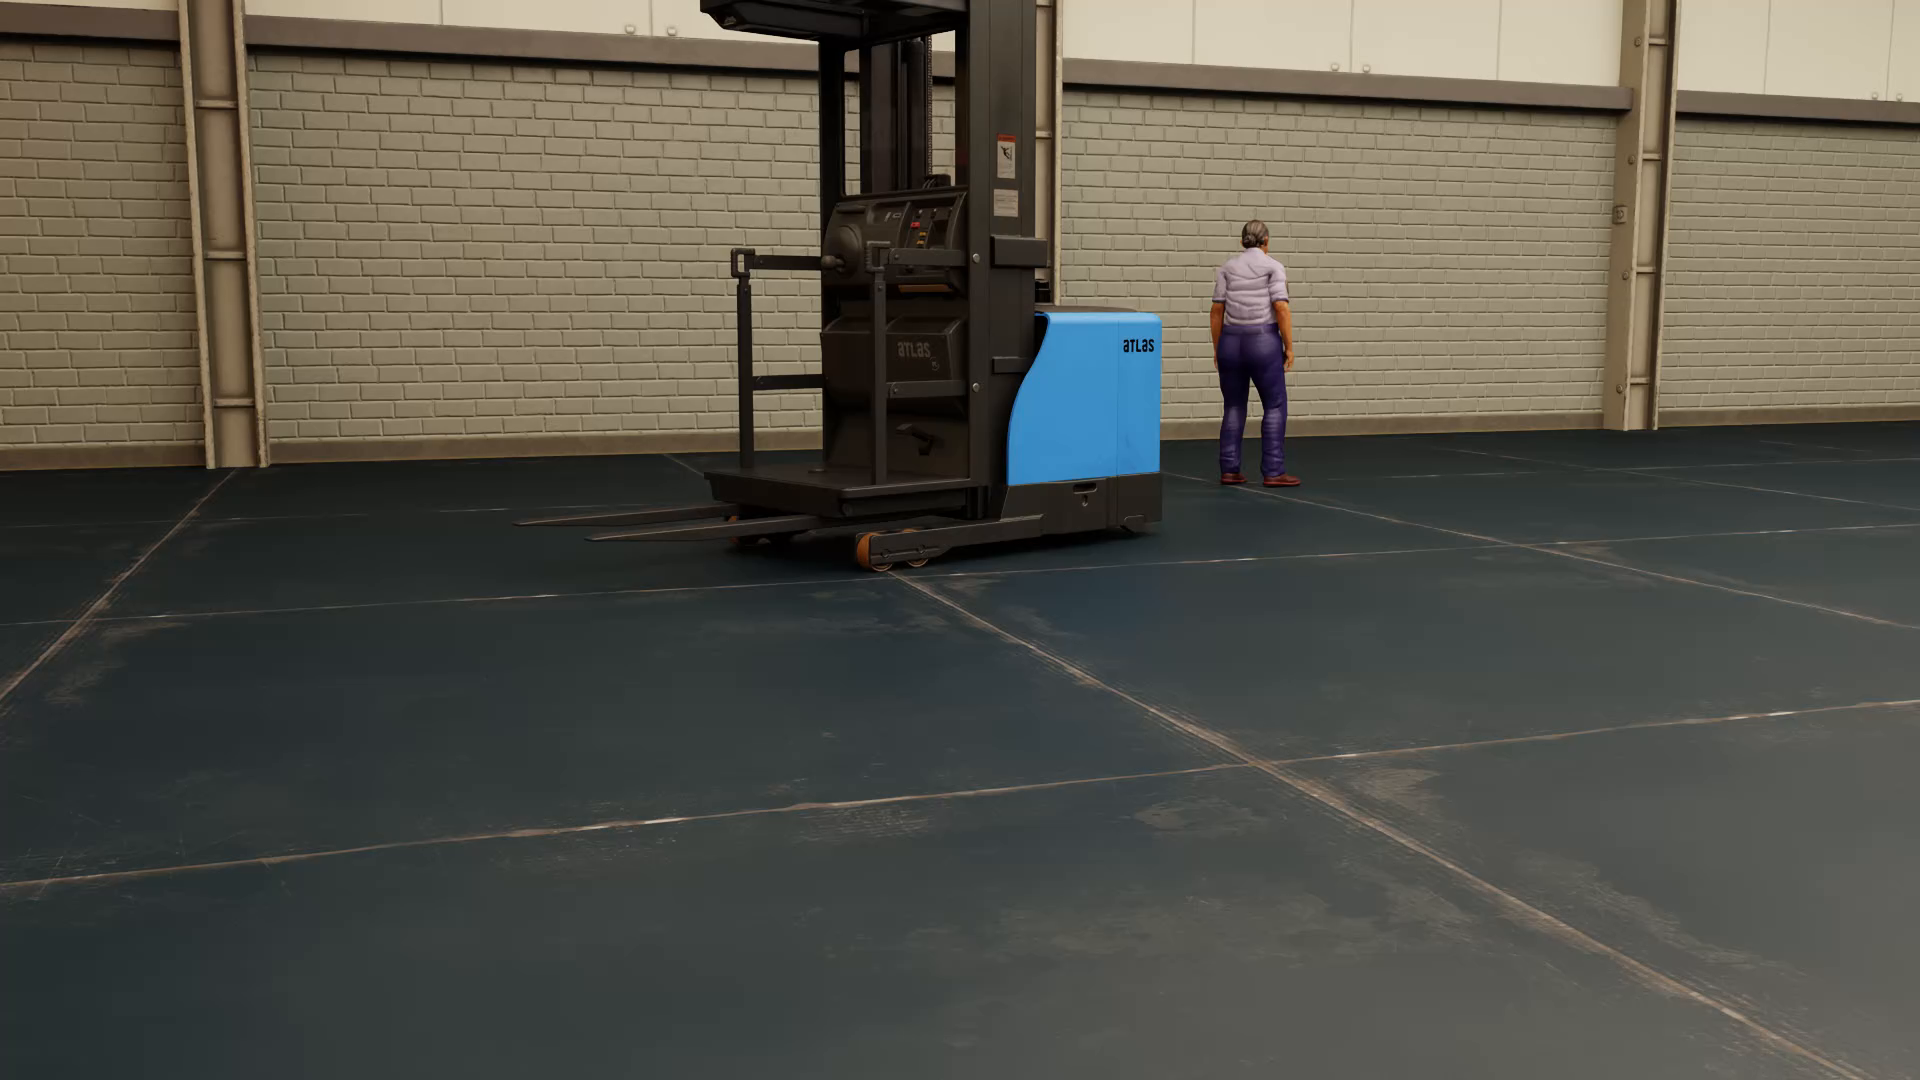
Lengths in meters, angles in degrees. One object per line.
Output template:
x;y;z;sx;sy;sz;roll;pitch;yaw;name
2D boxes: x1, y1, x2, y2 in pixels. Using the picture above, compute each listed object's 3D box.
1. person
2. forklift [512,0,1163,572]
1.838;-1.168;10.392;0.564;1.652;0.353;5;9;33;person
-0.461;-1.399;7.333;3.031;2.935;1.130;-7;10;-40;forklift
